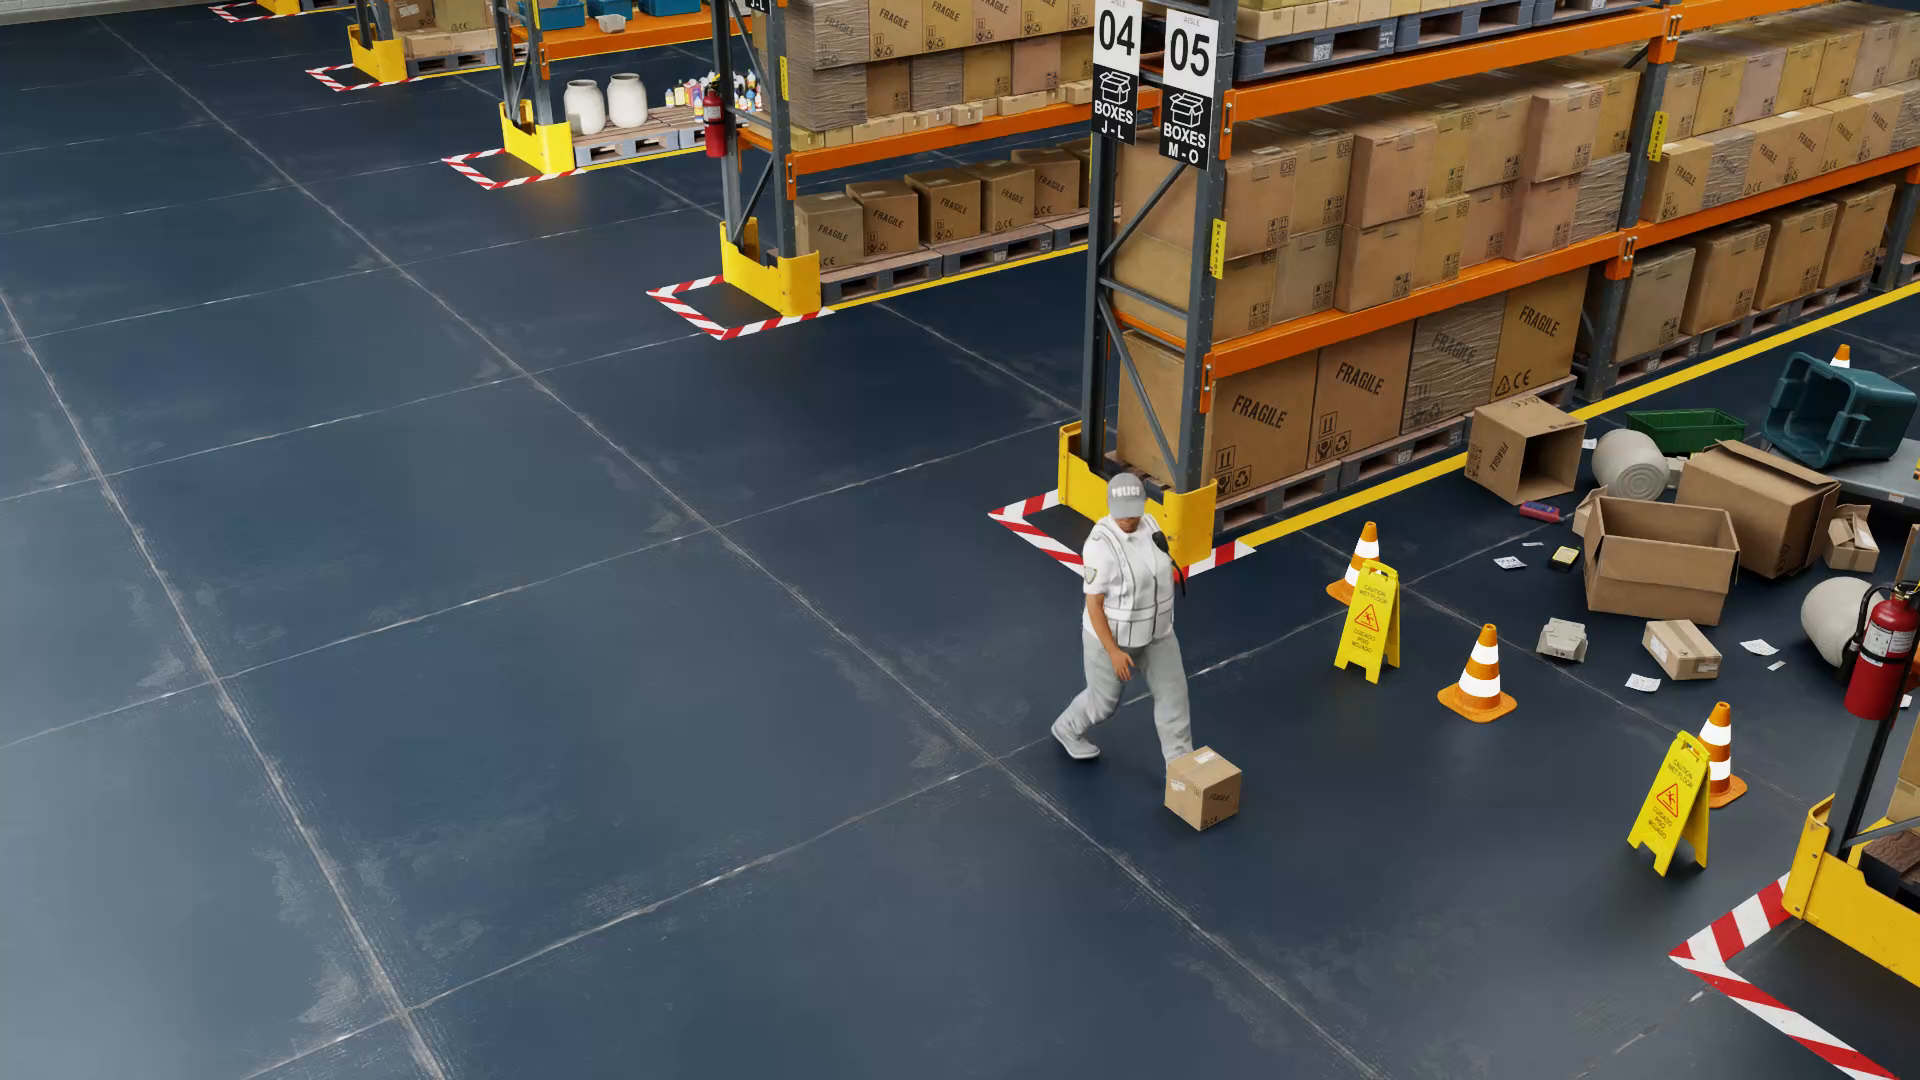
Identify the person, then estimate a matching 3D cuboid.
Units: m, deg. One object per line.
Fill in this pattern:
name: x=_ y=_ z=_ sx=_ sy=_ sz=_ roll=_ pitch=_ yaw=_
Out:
person: x=0.847 y=0.459 z=7.815 sx=0.505 sy=1.602 sz=0.942 roll=-20 pitch=34 yaw=-32
